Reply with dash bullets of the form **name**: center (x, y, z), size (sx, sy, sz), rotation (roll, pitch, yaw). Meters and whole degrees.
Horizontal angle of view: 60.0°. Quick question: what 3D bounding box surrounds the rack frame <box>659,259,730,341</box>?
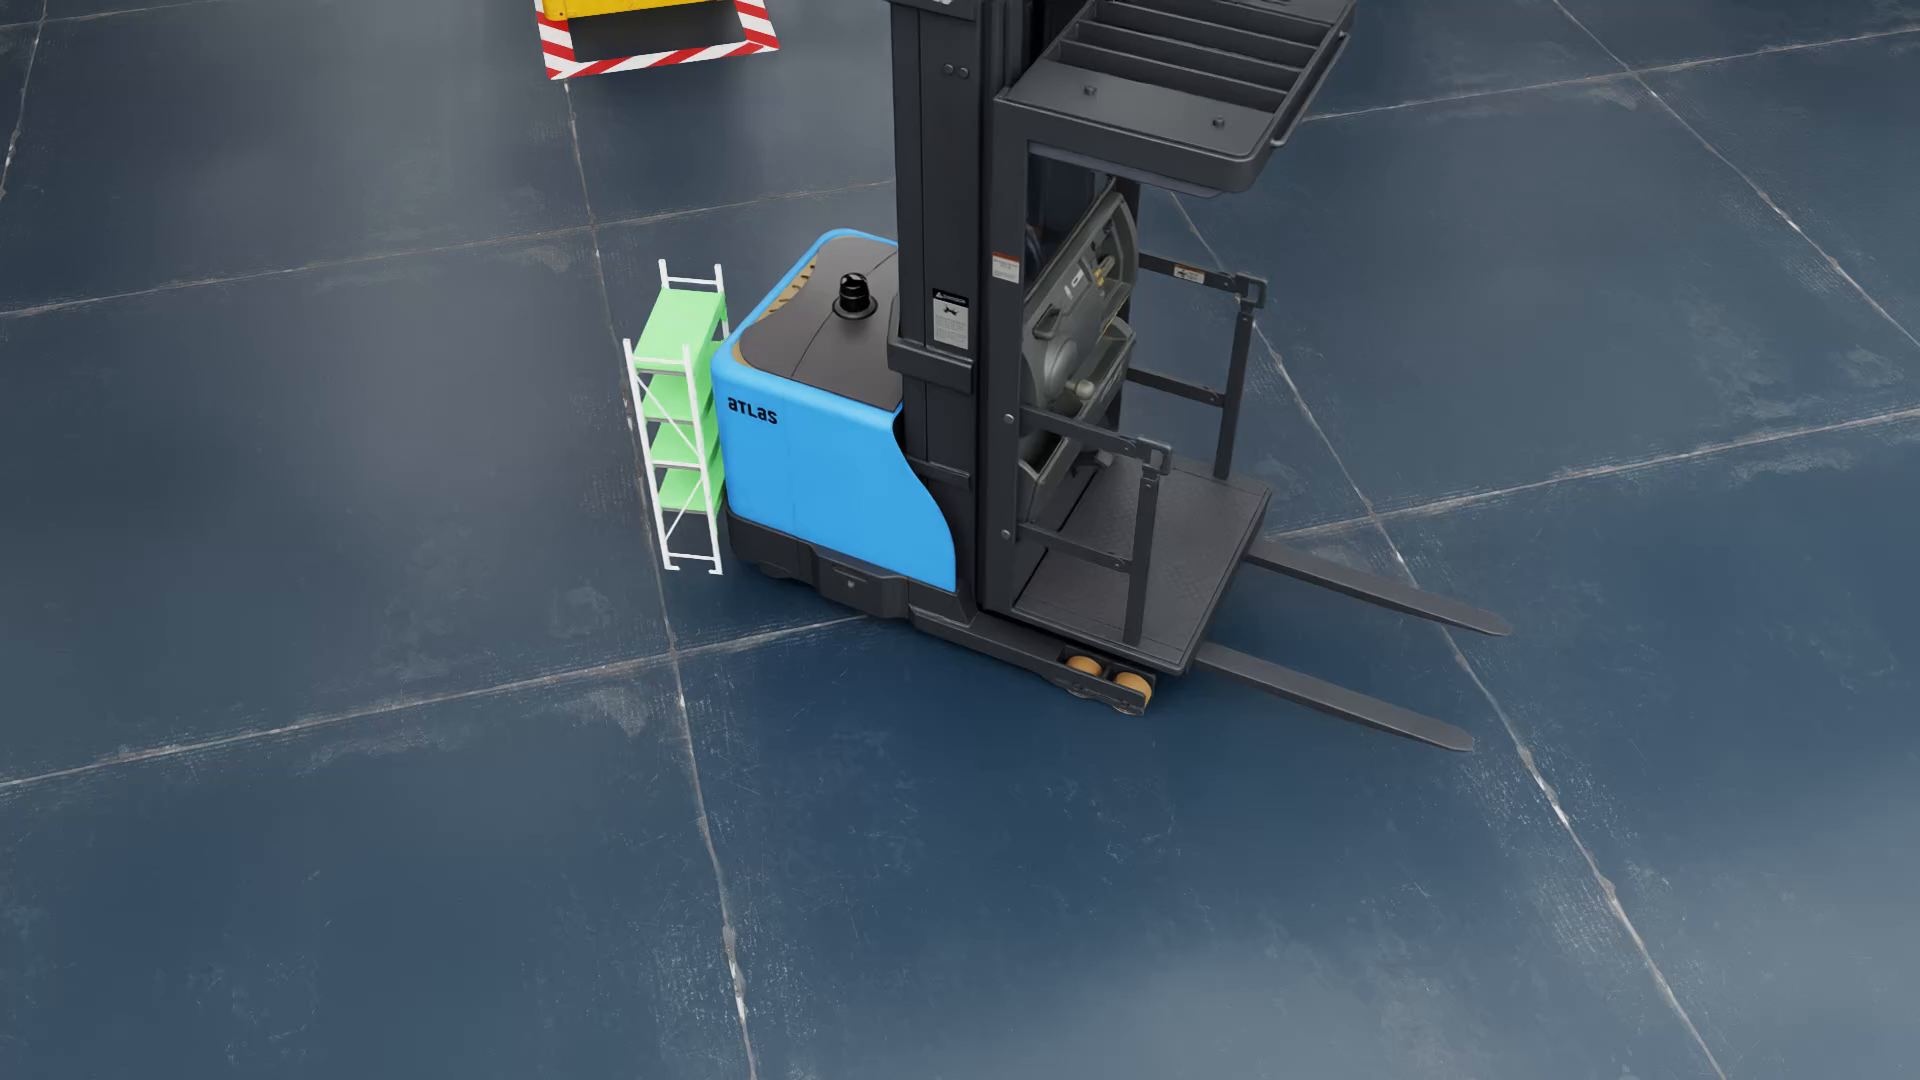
- **rack frame**: center (-1.034, -0.639, 6.787), size (0.240, 1.200, 0.015), rotation (6, 46, 6)

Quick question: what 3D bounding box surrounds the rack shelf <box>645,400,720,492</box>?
- **rack shelf**: center (-1.068, -0.422, 6.663), size (0.258, 0.148, 0.480), rotation (6, 46, 6)

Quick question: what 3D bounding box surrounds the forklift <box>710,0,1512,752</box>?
- **forklift**: center (0.607, -0.796, 5.729), size (3.031, 2.935, 1.130), rotation (19, 49, 18)

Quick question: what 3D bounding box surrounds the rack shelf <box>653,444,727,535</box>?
- **rack shelf**: center (-1.068, -0.254, 6.835), size (0.258, 0.148, 0.480), rotation (6, 46, 6)

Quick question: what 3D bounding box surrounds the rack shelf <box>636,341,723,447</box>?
- **rack shelf**: center (-1.068, -0.590, 6.492), size (0.258, 0.148, 0.480), rotation (6, 46, 6)

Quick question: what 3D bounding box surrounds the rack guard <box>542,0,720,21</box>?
- **rack guard**: center (-1.987, -3.538, 10.118), size (1.175, 0.500, 0.348), rotation (-11, 47, -10)

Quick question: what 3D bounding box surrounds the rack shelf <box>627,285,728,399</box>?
- **rack shelf**: center (-1.068, -0.758, 6.321), size (0.258, 0.148, 0.480), rotation (6, 46, 6)

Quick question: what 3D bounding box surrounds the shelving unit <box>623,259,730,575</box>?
- **shelving unit**: center (-1.068, -0.466, 6.618), size (0.258, 1.200, 0.503), rotation (6, 46, 6)

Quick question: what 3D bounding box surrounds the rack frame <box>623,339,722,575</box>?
- **rack frame**: center (-1.101, -0.294, 6.449), size (0.240, 1.200, 0.015), rotation (6, 46, 6)
